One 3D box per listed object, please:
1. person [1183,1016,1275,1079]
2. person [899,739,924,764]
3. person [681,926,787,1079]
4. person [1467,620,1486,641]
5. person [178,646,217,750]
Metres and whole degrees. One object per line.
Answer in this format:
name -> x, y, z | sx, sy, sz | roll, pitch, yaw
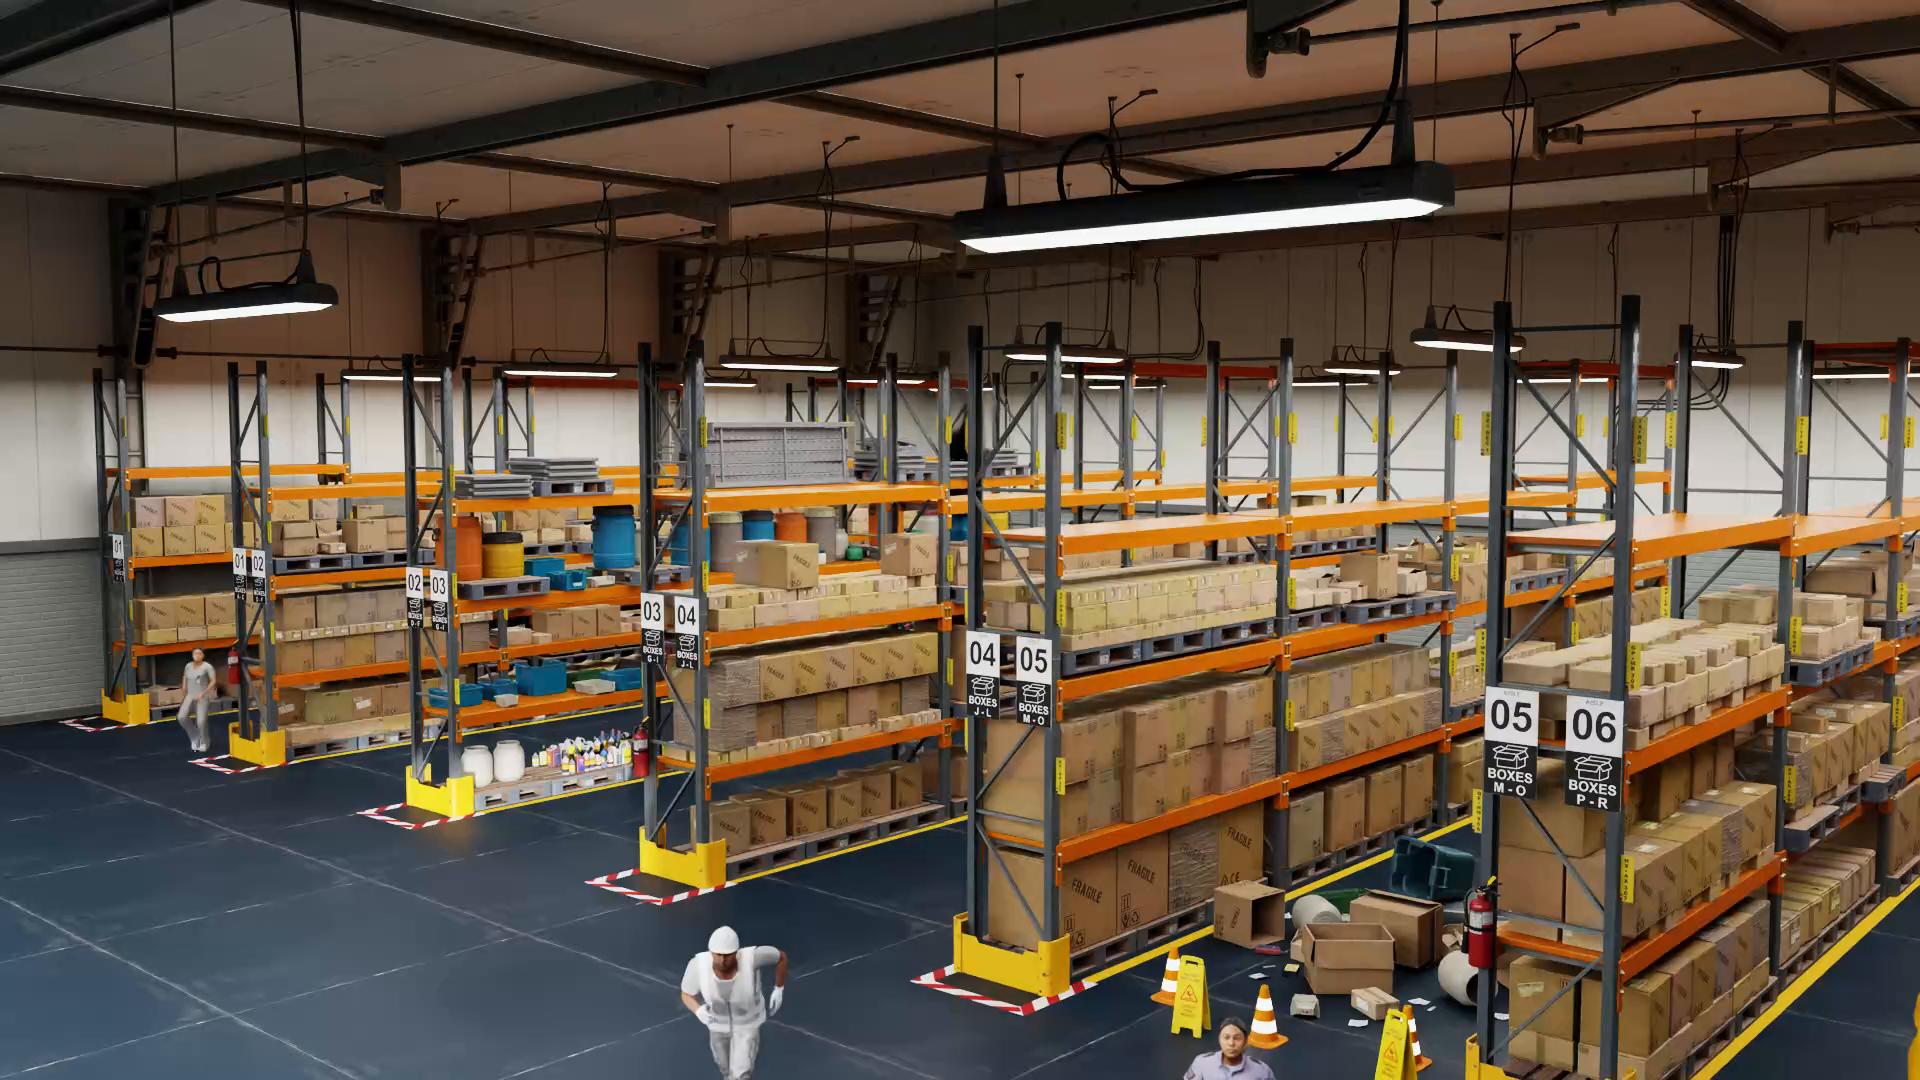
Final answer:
person -> 1.611, 3.686, 9.947 | 0.620, 1.520, 0.555 | 1, 4, 14
person -> -0.824, 2.506, 24.101 | 0.643, 1.702, 0.880 | 4, 6, 41
person -> -1.589, 3.486, 11.797 | 0.730, 1.726, 1.033 | 0, 4, 1
person -> 8.817, 2.228, 28.275 | 0.664, 1.749, 0.596 | 4, 6, 43
person -> -11.791, 2.453, 25.685 | 0.585, 1.635, 0.582 | 0, 4, 4
